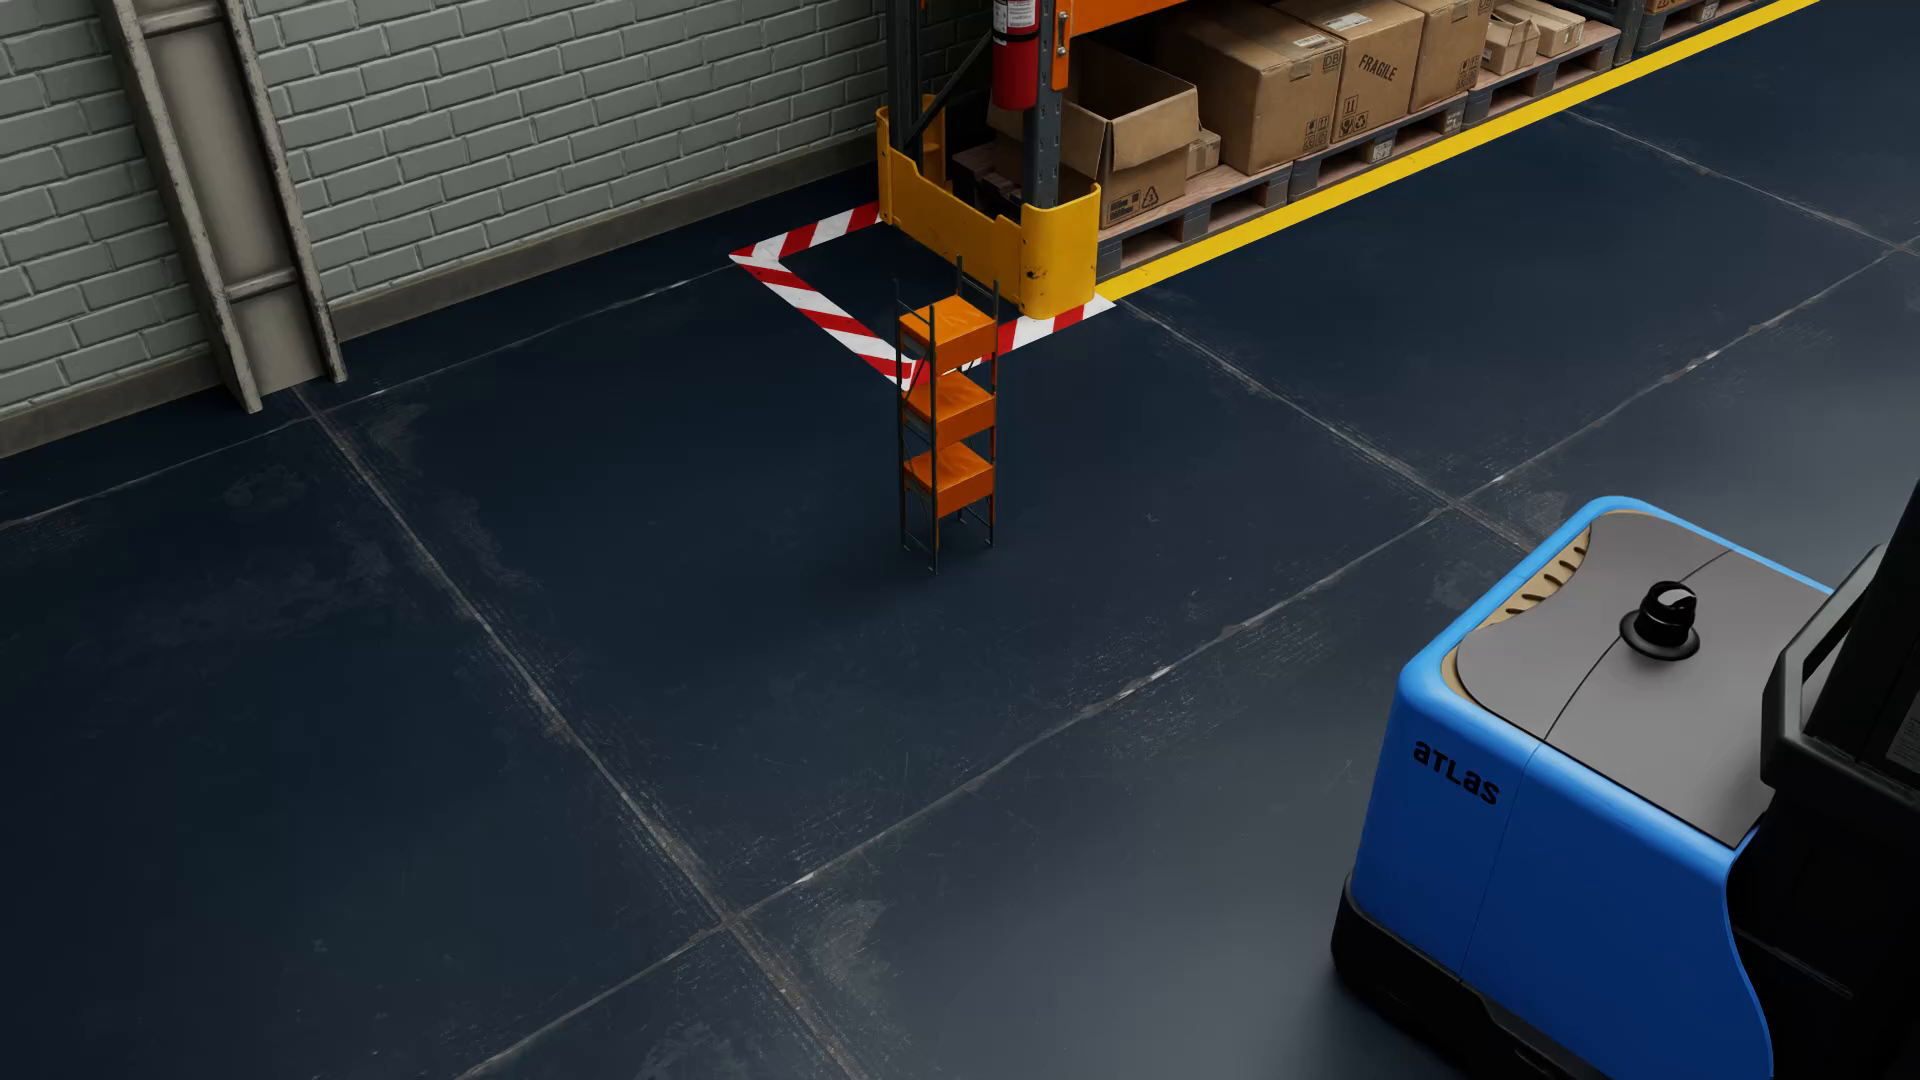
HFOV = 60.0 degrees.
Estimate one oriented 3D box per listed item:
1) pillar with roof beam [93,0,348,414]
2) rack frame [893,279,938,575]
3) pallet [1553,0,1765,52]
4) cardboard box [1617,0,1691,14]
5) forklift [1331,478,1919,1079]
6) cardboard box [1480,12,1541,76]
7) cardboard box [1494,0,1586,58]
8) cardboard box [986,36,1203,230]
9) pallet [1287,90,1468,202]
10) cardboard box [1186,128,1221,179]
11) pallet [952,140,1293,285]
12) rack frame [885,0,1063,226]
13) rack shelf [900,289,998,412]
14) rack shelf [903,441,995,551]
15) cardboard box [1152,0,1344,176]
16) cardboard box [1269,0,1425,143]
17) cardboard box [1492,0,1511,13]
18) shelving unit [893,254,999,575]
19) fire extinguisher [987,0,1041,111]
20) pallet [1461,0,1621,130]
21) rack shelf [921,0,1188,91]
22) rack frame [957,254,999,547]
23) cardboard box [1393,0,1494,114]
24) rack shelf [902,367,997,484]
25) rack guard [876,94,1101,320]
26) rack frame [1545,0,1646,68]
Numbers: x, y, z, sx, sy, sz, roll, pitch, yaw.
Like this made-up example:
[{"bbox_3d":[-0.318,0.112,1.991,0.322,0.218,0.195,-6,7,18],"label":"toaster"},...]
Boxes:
[{"bbox_3d":[-0.024,-1.947,1.028,0.400,9.000,9.100,-26,46,-28],"label":"pillar with roof beam"},{"bbox_3d":[-0.139,-0.338,5.334,0.008,1.050,0.200,-26,46,-28],"label":"rack frame"},{"bbox_3d":[3.834,-3.182,9.463,1.213,0.211,1.003,-26,46,-28],"label":"pallet"},{"bbox_3d":[3.733,-3.197,8.921,0.500,0.500,0.500,-24,45,-26],"label":"cardboard box"},{"bbox_3d":[2.369,0.433,2.911,3.031,2.935,1.130,32,49,33],"label":"forklift"},{"bbox_3d":[2.666,-2.531,8.295,0.258,0.266,0.396,-24,45,-27],"label":"cardboard box"},{"bbox_3d":[2.949,-2.624,8.500,0.250,0.149,0.380,-27,47,-29],"label":"cardboard box"},{"bbox_3d":[0.583,-1.767,7.176,0.637,0.503,0.797,-28,47,-30],"label":"cardboard box"},{"bbox_3d":[1.699,-2.110,8.155,1.213,0.211,1.003,-26,46,-28],"label":"pallet"},{"bbox_3d":[0.944,-1.774,7.465,0.250,0.149,0.380,-28,47,-30],"label":"cardboard box"},{"bbox_3d":[0.732,-1.641,7.584,1.213,0.211,1.003,-26,46,-28],"label":"pallet"},{"bbox_3d":[0.040,-2.381,6.287,0.127,3.000,1.000,-26,46,-28],"label":"rack frame"},{"bbox_3d":[-0.042,-0.596,5.219,0.240,0.259,0.215,-26,46,-28],"label":"rack shelf"},{"bbox_3d":[-0.042,-0.162,5.575,0.240,0.259,0.215,-26,46,-28],"label":"rack shelf"},{"bbox_3d":[1.284,-2.076,7.556,0.500,0.500,0.700,-24,45,-26],"label":"cardboard box"},{"bbox_3d":[1.765,-2.230,7.744,0.500,0.500,0.500,-25,46,-27],"label":"cardboard box"},{"bbox_3d":[2.544,-2.913,8.725,0.500,0.311,0.500,-24,45,-27],"label":"cardboard box"},{"bbox_3d":[-0.042,-0.385,5.392,0.252,1.050,0.215,-26,46,-28],"label":"shelving unit"},{"bbox_3d":[0.205,-1.918,6.077,0.183,0.674,0.296,-26,46,-28],"label":"fire extinguisher"},{"bbox_3d":[2.667,-2.584,8.733,1.213,0.211,1.003,-26,46,-28],"label":"pallet"},{"bbox_3d":[1.626,-2.876,7.458,4.000,0.370,1.077,-26,46,-28],"label":"rack shelf"},{"bbox_3d":[0.054,-0.432,5.449,0.008,1.050,0.200,-26,46,-28],"label":"rack frame"},{"bbox_3d":[2.108,-2.478,8.045,0.500,0.500,0.700,-28,47,-30],"label":"cardboard box"},{"bbox_3d":[-0.042,-0.377,5.399,0.240,0.259,0.215,-26,46,-28],"label":"rack shelf"},{"bbox_3d":[0.101,-1.444,7.116,0.348,0.500,1.175,-26,46,-28],"label":"rack guard"},{"bbox_3d":[3.212,-3.927,8.172,0.127,3.000,1.000,-26,46,-28],"label":"rack frame"}]
